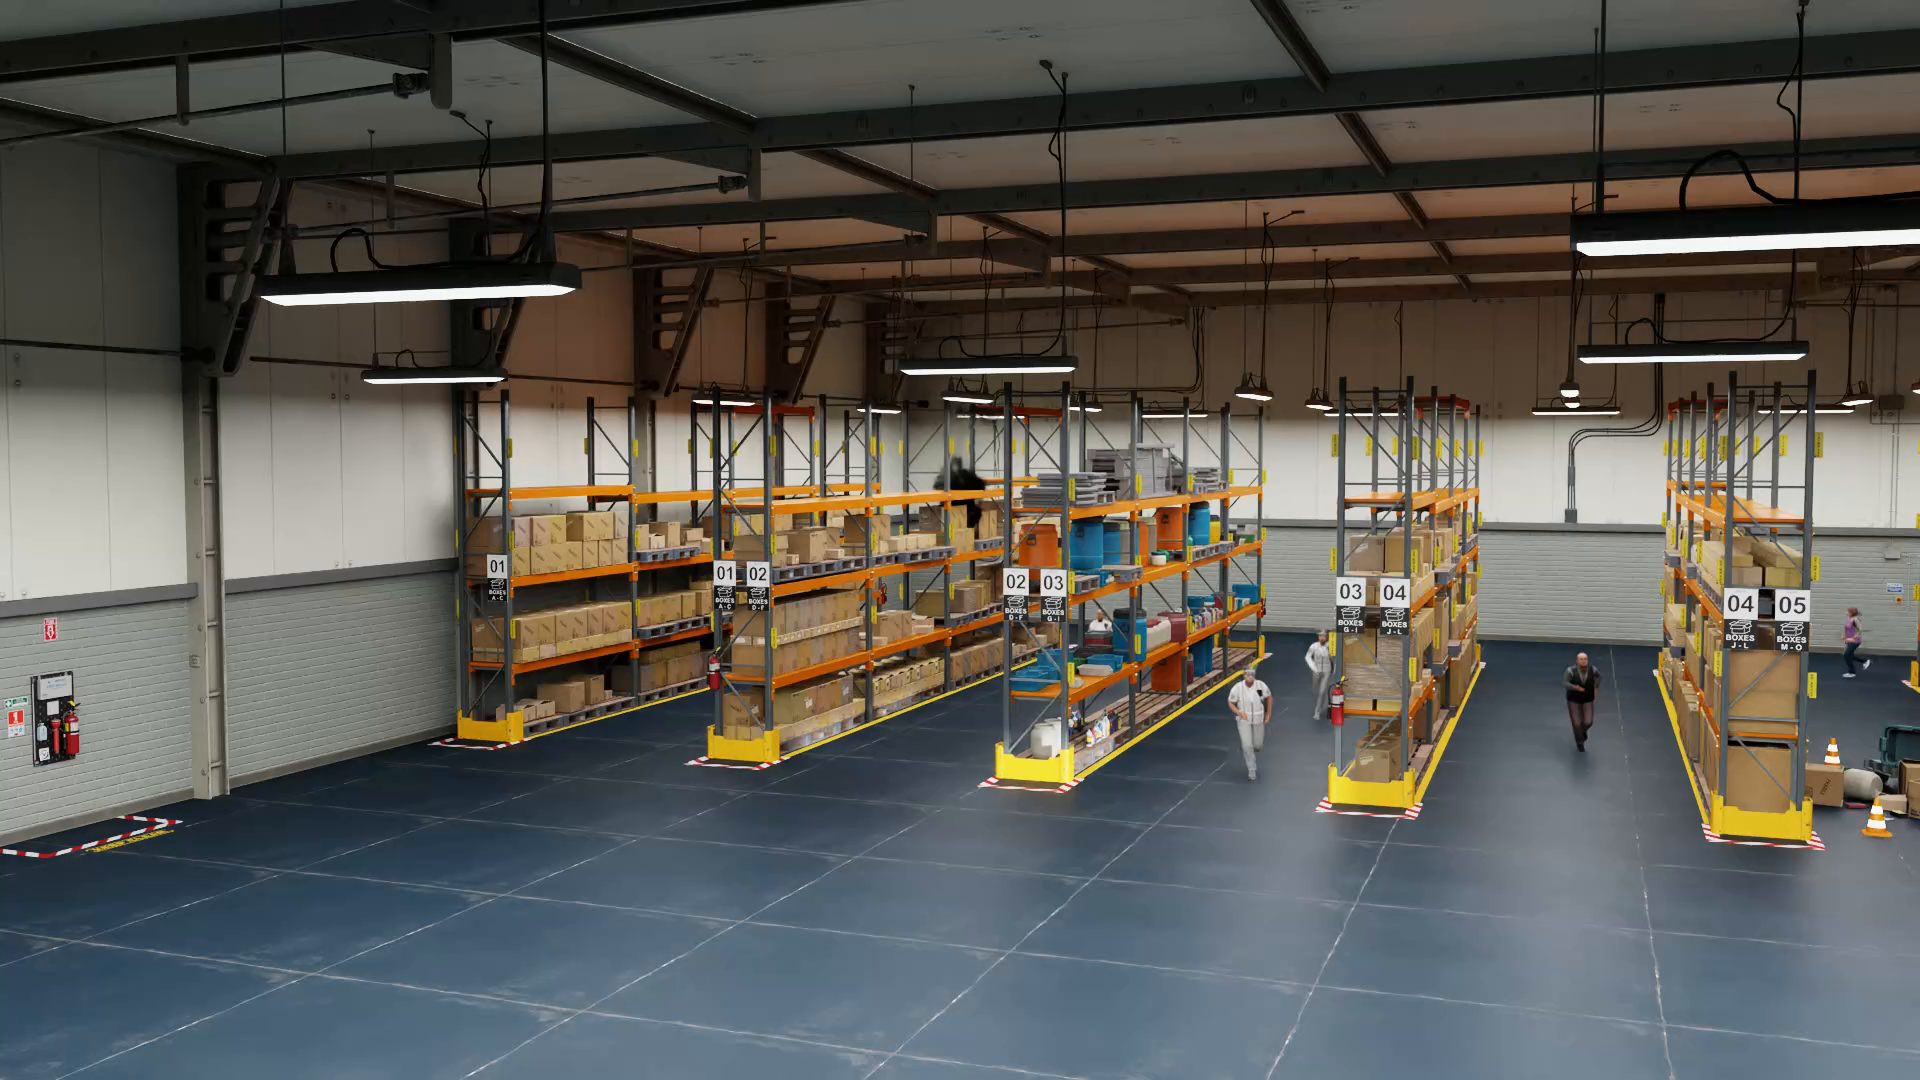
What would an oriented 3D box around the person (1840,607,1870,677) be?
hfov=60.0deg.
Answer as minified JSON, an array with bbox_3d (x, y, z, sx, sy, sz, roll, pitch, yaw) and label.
[{"bbox_3d":[19.621,2.234,36.354,0.598,1.554,0.522,1,3,10],"label":"person"}]

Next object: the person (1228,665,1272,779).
[{"bbox_3d":[4.439,2.759,25.455,0.695,1.745,0.699,0,3,-2],"label":"person"}]

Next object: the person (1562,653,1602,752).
[{"bbox_3d":[10.237,2.675,27.344,0.639,1.661,0.690,1,3,14],"label":"person"}]

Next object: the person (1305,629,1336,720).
[{"bbox_3d":[6.763,2.472,31.006,0.642,1.683,0.845,1,3,18],"label":"person"}]

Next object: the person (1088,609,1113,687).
[{"bbox_3d":[2.952,2.257,34.771,0.601,1.644,0.648,1,3,18],"label":"person"}]
